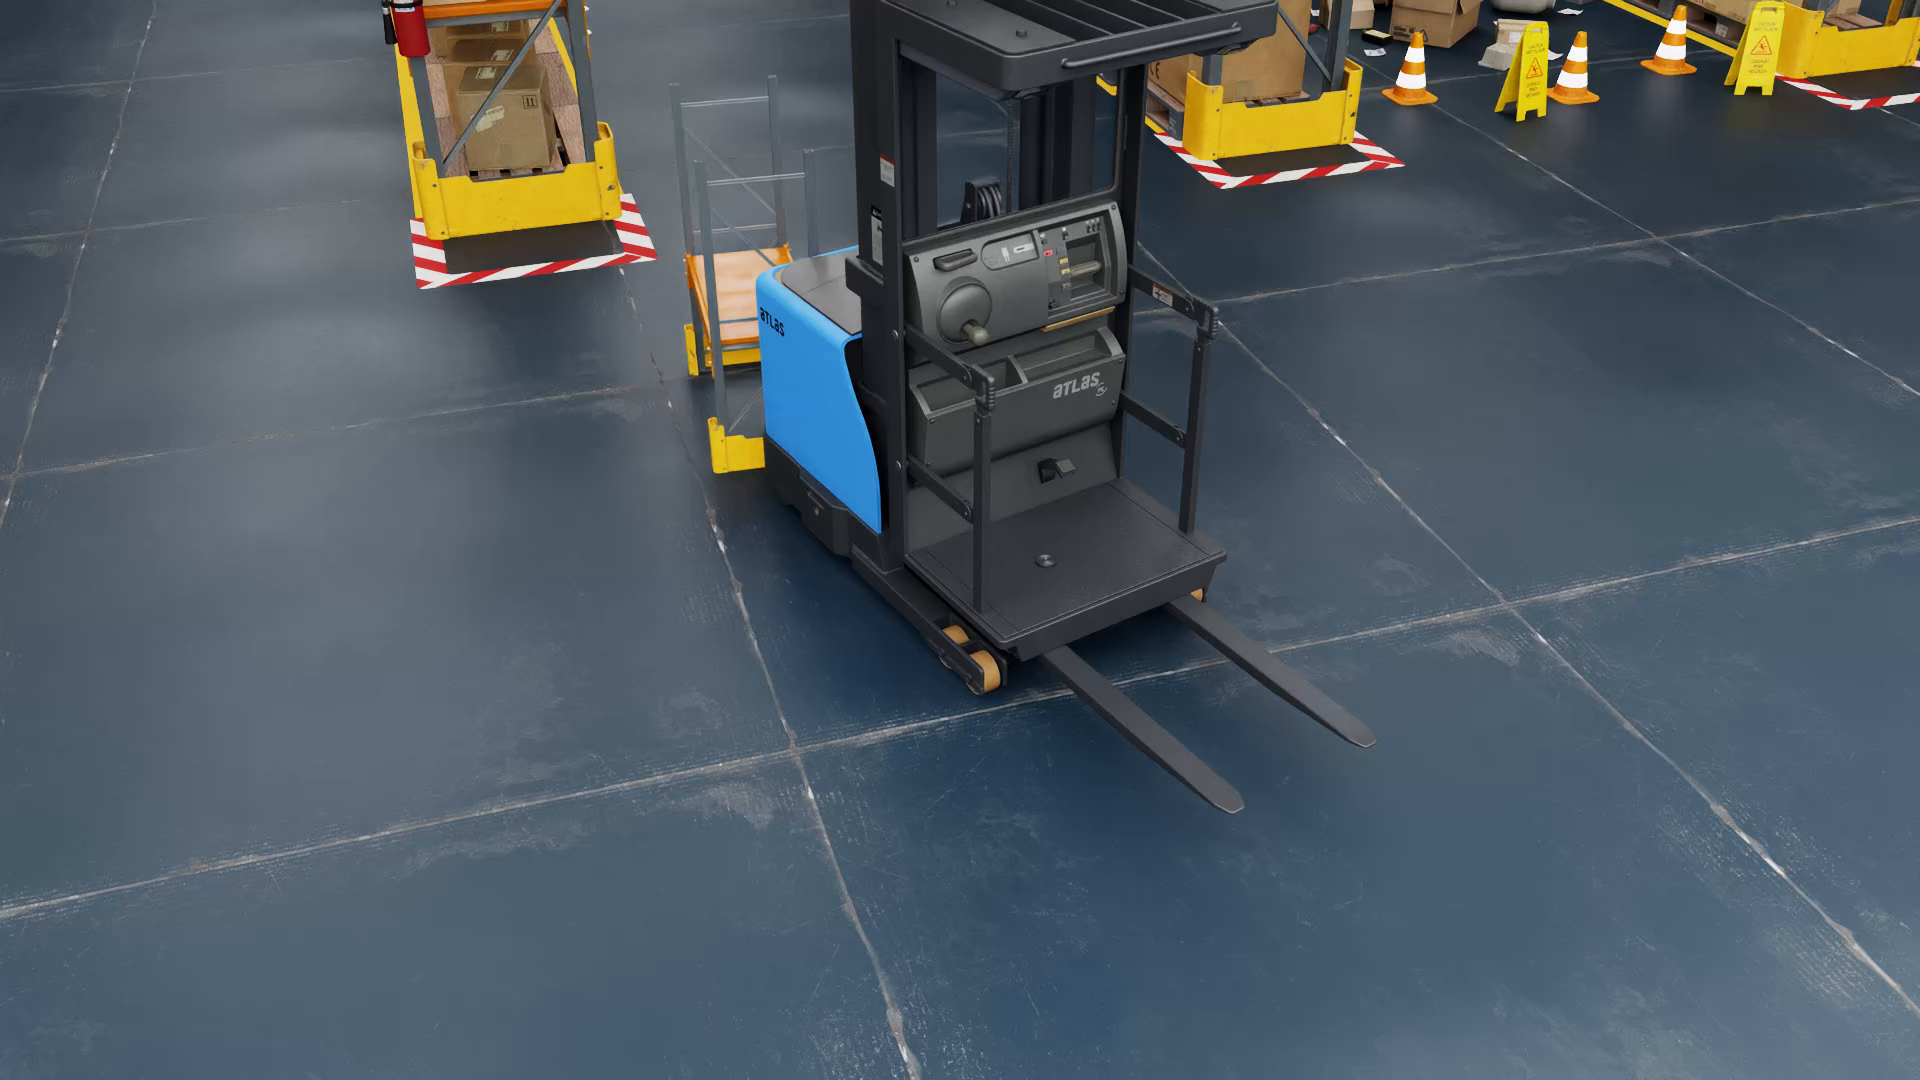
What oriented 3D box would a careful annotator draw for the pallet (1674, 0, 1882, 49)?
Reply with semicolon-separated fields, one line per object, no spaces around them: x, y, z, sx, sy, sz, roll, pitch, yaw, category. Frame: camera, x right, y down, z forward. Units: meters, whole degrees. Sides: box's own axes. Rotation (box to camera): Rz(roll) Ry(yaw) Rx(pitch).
6.539;-4.165;13.361;1.003;0.211;1.213;-10;35;-15;pallet

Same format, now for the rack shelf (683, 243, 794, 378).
-0.985;-1.106;7.890;0.538;0.185;1.000;-8;34;-12;rack shelf

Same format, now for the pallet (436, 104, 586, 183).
-2.898;-2.498;10.839;1.003;0.211;1.213;-10;35;-15;pallet

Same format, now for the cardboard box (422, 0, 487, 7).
-2.945;-3.200;9.599;0.380;0.149;0.250;-10;35;-15;cardboard box

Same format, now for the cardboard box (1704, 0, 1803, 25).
6.267;-4.276;13.113;0.500;0.250;0.500;-10;35;-15;cardboard box

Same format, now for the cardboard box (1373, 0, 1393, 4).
3.537;-4.857;14.021;0.797;0.637;0.503;-10;35;-15;cardboard box

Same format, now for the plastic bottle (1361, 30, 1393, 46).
3.307;-4.021;13.279;0.133;0.061;0.283;-23;40;-31;plastic bottle

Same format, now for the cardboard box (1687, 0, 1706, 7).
6.123;-4.536;13.507;0.500;0.250;0.500;-10;35;-15;cardboard box

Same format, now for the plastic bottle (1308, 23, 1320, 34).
2.778;-4.139;13.458;0.283;0.061;0.133;-23;40;-31;plastic bottle

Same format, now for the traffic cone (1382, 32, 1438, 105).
3.284;-3.430;12.020;0.336;0.463;0.334;-10;35;-15;traffic cone

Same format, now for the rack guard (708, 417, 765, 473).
-0.866;-0.473;7.740;0.587;0.250;0.087;-8;34;-12;rack guard

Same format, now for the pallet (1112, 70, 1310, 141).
1.775;-3.214;11.922;1.003;0.211;1.213;-10;35;-15;pallet

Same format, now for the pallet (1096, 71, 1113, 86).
1.406;-3.853;12.890;1.003;0.211;1.213;-10;35;-15;pallet

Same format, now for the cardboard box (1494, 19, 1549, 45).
4.453;-4.015;13.191;0.380;0.149;0.250;7;34;10;cardboard box

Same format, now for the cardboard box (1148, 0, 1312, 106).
1.824;-3.604;11.530;0.875;0.875;0.875;-10;35;-14;cardboard box

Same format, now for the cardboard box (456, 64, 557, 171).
-2.836;-2.652;10.430;0.500;0.500;0.500;-4;34;-6;cardboard box

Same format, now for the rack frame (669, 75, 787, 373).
-1.109;-1.528;8.202;0.500;1.500;0.032;-8;34;-12;rack frame

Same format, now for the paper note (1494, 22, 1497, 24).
4.476;-4.245;13.657;0.148;0.019;0.142;1;33;2;paper note

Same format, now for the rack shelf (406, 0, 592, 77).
-3.271;-3.939;11.143;1.077;0.370;4.000;-10;35;-15;rack shelf

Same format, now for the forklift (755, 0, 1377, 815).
0.345;-0.933;6.003;1.130;2.935;3.031;-20;38;-27;forklift

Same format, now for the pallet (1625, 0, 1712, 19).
6.171;-4.804;14.329;1.003;0.211;1.213;-10;35;-15;pallet

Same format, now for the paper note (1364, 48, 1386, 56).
3.245;-3.818;13.002;0.144;0.017;0.142;1;33;2;paper note

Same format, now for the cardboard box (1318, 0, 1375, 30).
3.152;-4.337;13.573;0.396;0.266;0.258;-4;34;-6;cardboard box

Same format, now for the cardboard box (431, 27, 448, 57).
-3.615;-3.906;12.326;0.500;0.500;0.500;0;33;1;cardboard box

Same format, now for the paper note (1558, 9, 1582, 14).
5.113;-4.429;13.926;0.142;0.019;0.148;-23;40;-31;paper note

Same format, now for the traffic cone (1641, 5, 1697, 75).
5.417;-3.806;12.591;0.336;0.463;0.334;-10;35;-15;traffic cone

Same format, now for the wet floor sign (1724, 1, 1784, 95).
5.816;-3.594;12.104;0.267;0.644;0.232;1;33;2;wet floor sign

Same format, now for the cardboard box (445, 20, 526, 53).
-3.223;-3.292;11.398;0.500;0.500;0.500;-7;34;-10;cardboard box

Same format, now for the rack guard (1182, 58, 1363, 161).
2.101;-2.915;11.208;1.175;0.500;0.348;-10;35;-15;rack guard

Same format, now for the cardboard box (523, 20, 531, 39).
-3.351;-3.593;11.853;0.500;0.500;0.500;-13;36;-19;cardboard box

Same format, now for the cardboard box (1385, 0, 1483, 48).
3.830;-4.311;13.317;0.637;0.503;0.797;19;38;26;cardboard box

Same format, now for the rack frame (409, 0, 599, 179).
-2.661;-3.189;9.356;1.000;3.000;0.127;-10;35;-15;rack frame

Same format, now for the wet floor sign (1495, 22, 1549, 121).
3.988;-3.306;11.668;0.267;0.644;0.232;-16;37;-23;wet floor sign

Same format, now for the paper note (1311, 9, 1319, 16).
3.030;-4.423;13.923;0.172;0.023;0.155;1;33;2;paper note

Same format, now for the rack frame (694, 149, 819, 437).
-0.862;-0.984;7.379;0.500;1.500;0.032;-8;34;-12;rack frame

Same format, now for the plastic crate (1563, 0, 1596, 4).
5.254;-4.776;14.405;0.402;0.080;0.583;-23;40;-31;plastic crate

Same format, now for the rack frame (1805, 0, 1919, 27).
6.777;-4.856;11.878;1.000;3.000;0.127;-10;35;-15;rack frame

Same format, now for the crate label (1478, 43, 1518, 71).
4.165;-3.708;12.737;0.298;0.136;0.250;27;42;34;crate label

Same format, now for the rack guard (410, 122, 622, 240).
-2.684;-2.186;10.105;1.175;0.500;0.348;-10;35;-15;rack guard

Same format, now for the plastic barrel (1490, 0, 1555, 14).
4.705;-4.611;13.844;0.512;0.421;0.421;13;36;18;plastic barrel

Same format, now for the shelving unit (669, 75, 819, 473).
-0.988;-1.261;7.798;0.587;1.500;1.083;-8;34;-12;shelving unit

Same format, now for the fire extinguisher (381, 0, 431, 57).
-3.065;-3.020;9.169;0.296;0.674;0.183;-10;35;-15;fire extinguisher

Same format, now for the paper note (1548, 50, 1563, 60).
4.593;-3.779;12.941;0.148;0.019;0.142;-23;40;-31;paper note

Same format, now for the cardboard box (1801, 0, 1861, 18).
6.794;-4.354;13.231;0.500;0.250;0.500;-10;35;-15;cardboard box

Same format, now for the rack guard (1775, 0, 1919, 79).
6.753;-3.853;12.627;1.175;0.500;0.348;-10;35;-15;rack guard

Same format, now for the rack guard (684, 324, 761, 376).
-1.109;-1.006;8.545;0.587;0.250;0.087;-8;34;-12;rack guard

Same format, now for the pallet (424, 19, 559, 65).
-3.643;-3.779;12.778;1.003;0.211;1.213;-10;35;-15;pallet

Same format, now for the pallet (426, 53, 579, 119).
-3.267;-3.138;11.807;1.003;0.211;1.213;-10;35;-15;pallet

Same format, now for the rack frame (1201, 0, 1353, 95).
2.093;-3.970;10.538;1.000;3.000;0.127;-10;35;-15;rack frame

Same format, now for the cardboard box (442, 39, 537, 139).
-3.051;-2.960;10.896;0.500;0.500;0.500;-1;33;-2;cardboard box

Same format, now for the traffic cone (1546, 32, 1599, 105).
4.464;-3.441;12.038;0.336;0.463;0.334;-10;35;-15;traffic cone
